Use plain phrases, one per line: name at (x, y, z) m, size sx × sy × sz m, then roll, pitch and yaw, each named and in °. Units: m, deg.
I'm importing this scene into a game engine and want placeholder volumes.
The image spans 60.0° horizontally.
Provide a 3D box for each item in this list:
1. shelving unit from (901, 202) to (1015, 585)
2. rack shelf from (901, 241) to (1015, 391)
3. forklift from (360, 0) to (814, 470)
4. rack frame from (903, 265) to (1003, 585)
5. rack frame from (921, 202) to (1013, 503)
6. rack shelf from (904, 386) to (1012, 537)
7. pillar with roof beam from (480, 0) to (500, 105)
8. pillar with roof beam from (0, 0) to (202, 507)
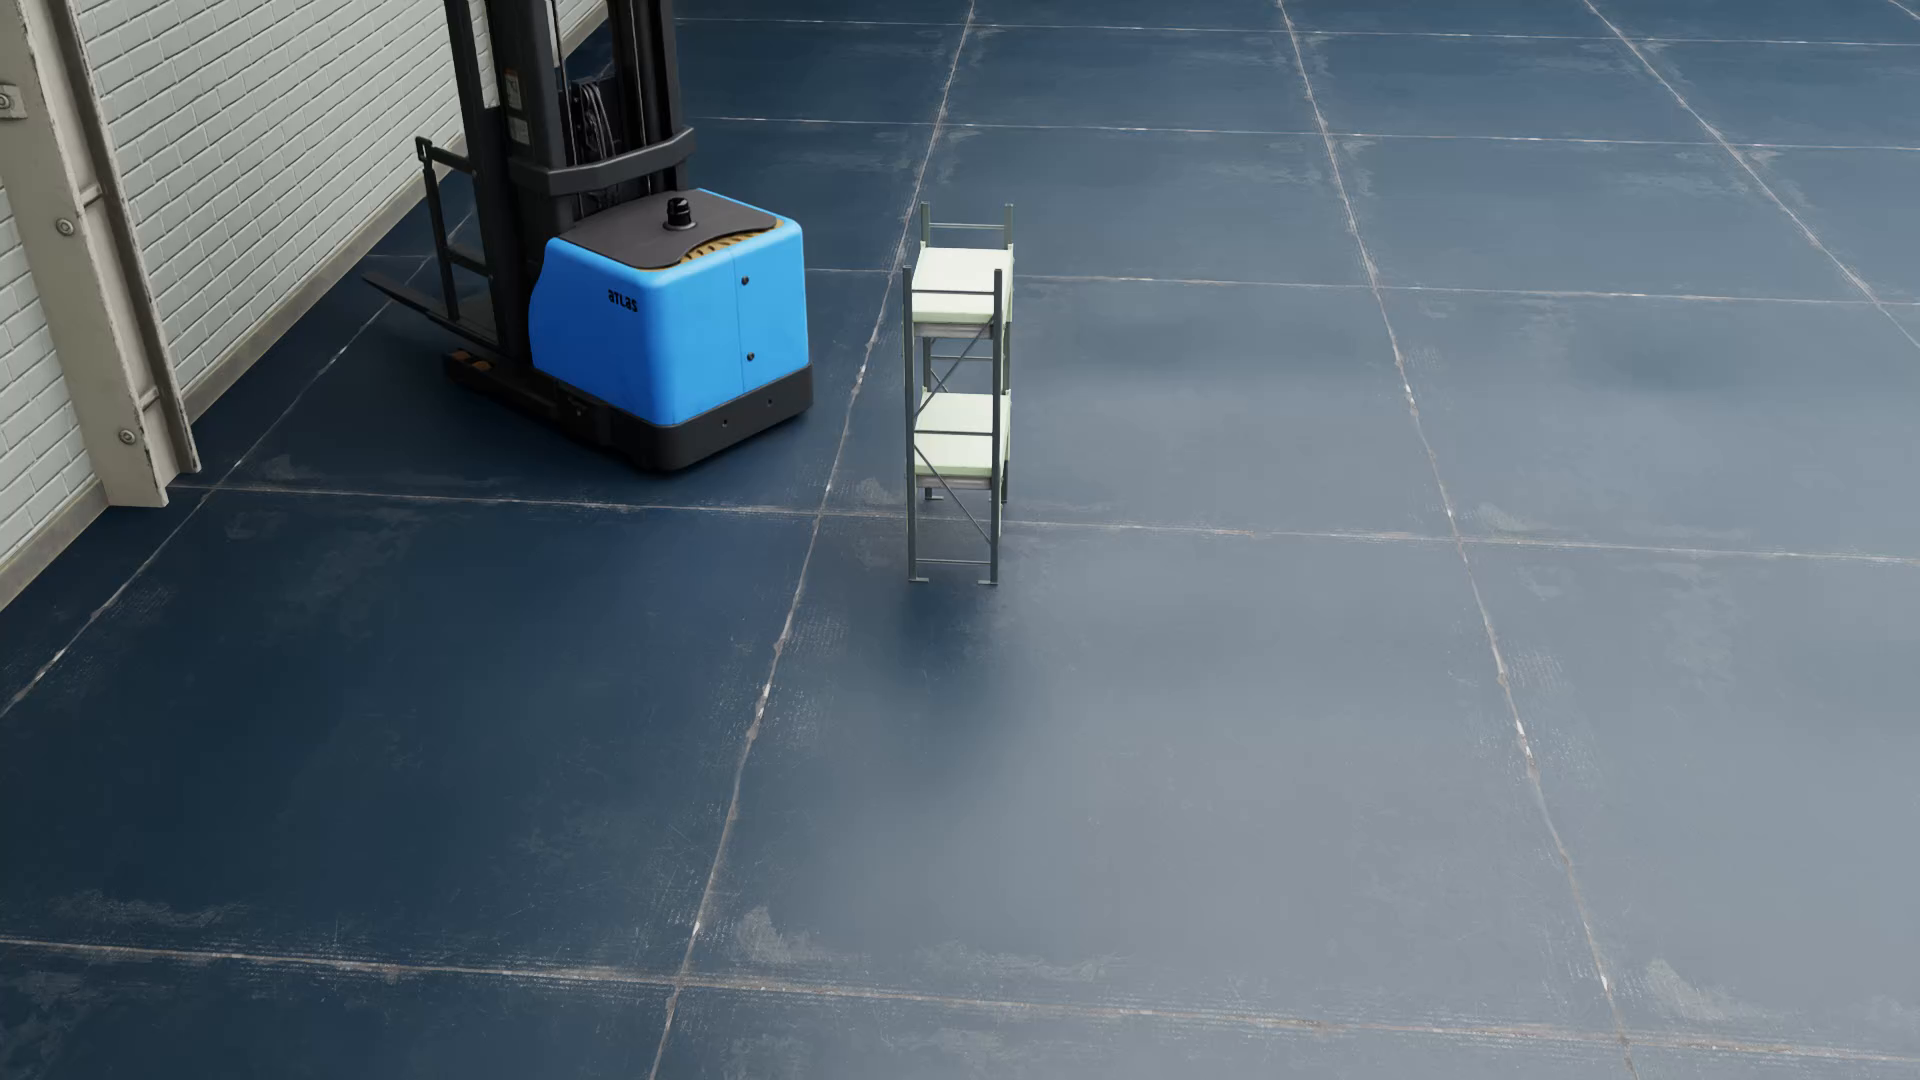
shelving unit at (0.001, -0.642, 7.362) m, size 0.431 × 1.500 × 0.755 m, roll 2°, pitch 32°, yaw 4°
rack shelf at (0.001, -0.974, 7.157) m, size 0.431 × 0.370 × 0.720 m, roll 2°, pitch 32°, yaw 4°
forklift at (-2.210, -2.238, 8.587) m, size 3.031 × 2.935 × 1.130 m, roll 25°, pitch 39°, yaw 34°
rack frame at (-0.029, -0.451, 7.052) m, size 0.400 × 1.500 × 0.023 m, roll 2°, pitch 32°, yaw 4°
rack frame at (0.030, -0.833, 7.673) m, size 0.400 × 1.500 × 0.023 m, roll 2°, pitch 32°, yaw 4°
rack shelf at (0.001, -0.364, 7.533) m, size 0.431 × 0.370 × 0.720 m, roll 2°, pitch 32°, yaw 4°
pillar with roof beam at (0.808, -7.052, 10.616) m, size 9.100 × 9.000 × 0.400 m, roll 2°, pitch 32°, yaw 4°
pillar with roof beam at (0.320, -3.915, 5.525) m, size 9.100 × 9.000 × 0.400 m, roll 2°, pitch 32°, yaw 4°
